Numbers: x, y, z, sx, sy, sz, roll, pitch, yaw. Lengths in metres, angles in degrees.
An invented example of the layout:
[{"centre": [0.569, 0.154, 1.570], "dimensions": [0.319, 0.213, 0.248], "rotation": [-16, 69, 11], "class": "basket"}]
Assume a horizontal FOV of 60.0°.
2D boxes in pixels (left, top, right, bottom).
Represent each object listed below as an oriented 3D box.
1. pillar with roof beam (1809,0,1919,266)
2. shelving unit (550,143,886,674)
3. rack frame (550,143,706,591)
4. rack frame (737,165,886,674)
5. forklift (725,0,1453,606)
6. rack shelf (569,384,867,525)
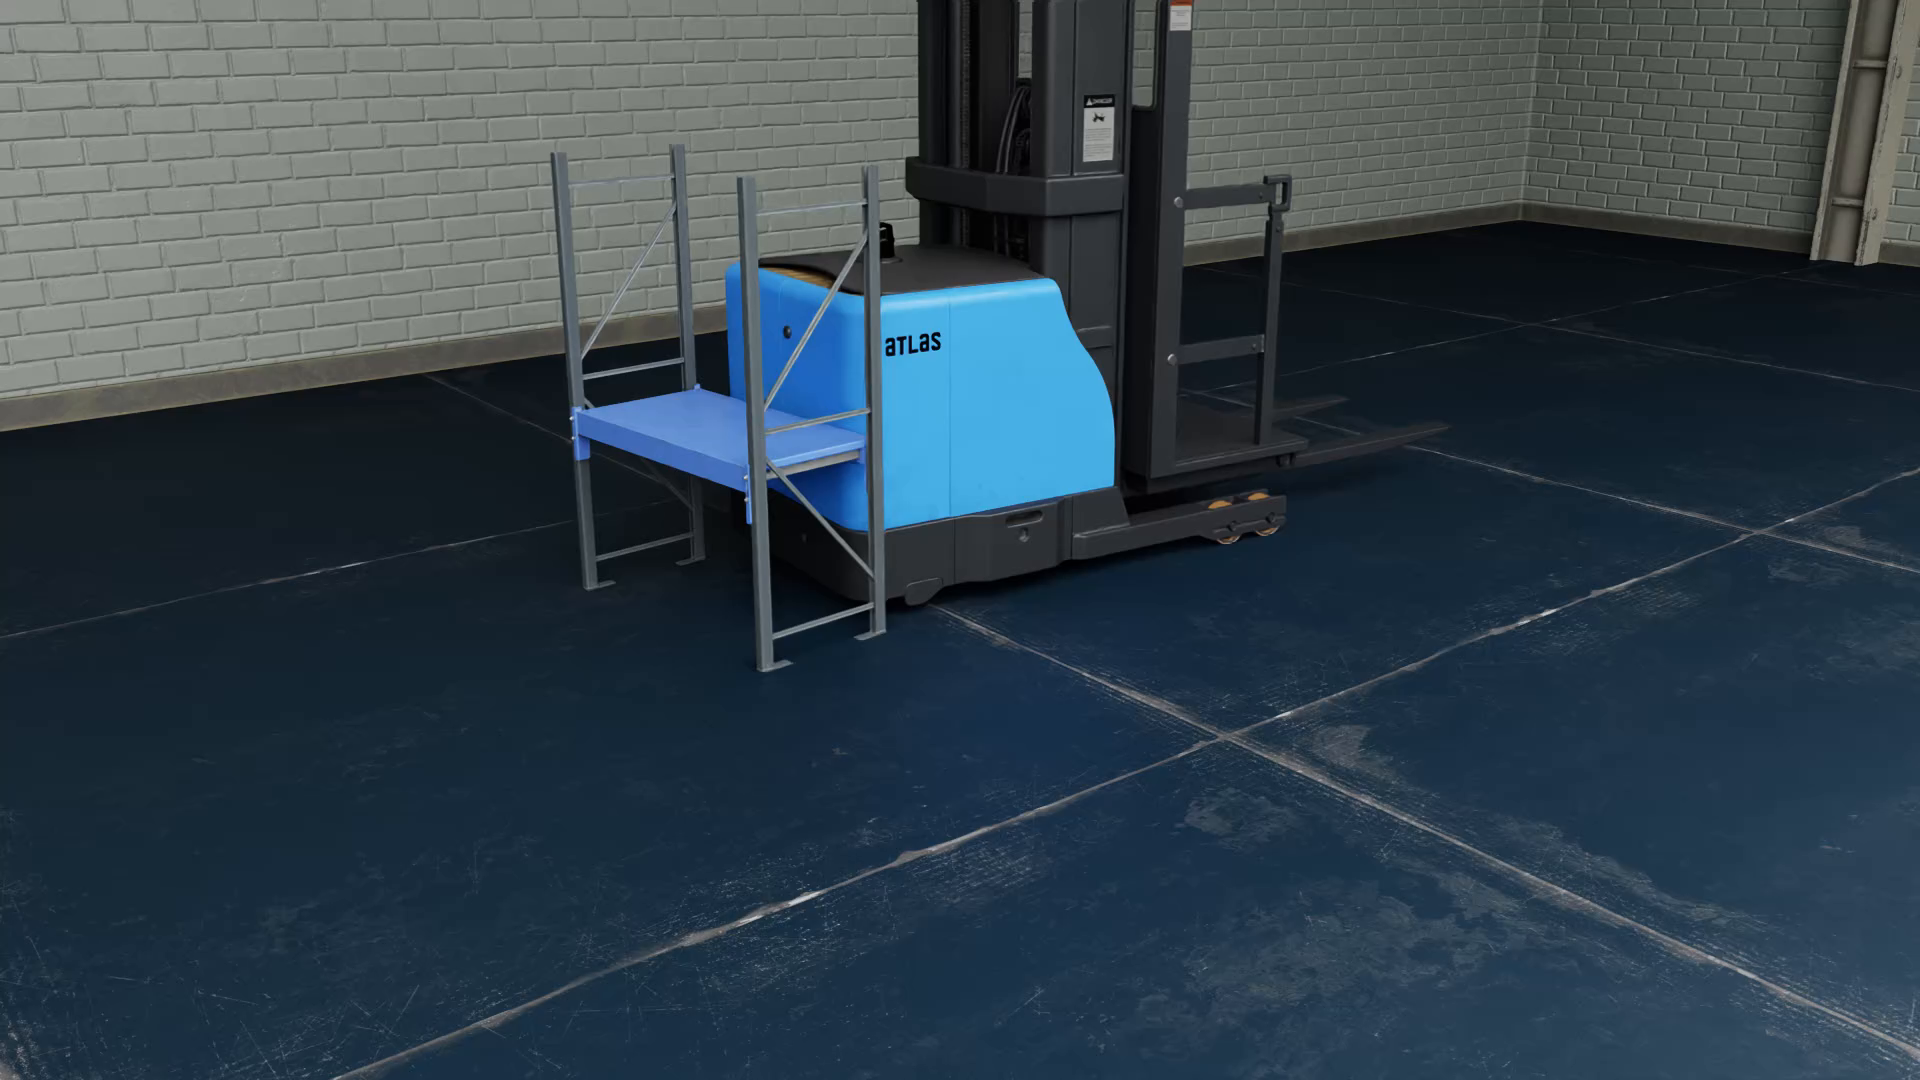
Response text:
[{"centre": [3.492, -5.602, 8.966], "dimensions": [9.100, 9.000, 0.400], "rotation": [-14, 23, -36], "class": "pillar with roof beam"}, {"centre": [-0.783, -0.473, 5.406], "dimensions": [0.538, 1.500, 1.048], "rotation": [-16, 24, -41], "class": "shelving unit"}, {"centre": [-1.132, -0.590, 5.758], "dimensions": [0.500, 1.500, 0.032], "rotation": [-16, 24, -41], "class": "rack frame"}, {"centre": [-0.435, -0.357, 5.055], "dimensions": [0.500, 1.500, 0.032], "rotation": [-16, 24, -41], "class": "rack frame"}, {"centre": [0.659, -1.501, 6.232], "dimensions": [3.031, 2.935, 1.130], "rotation": [-11, 21, -31], "class": "forklift"}, {"centre": [-0.783, -0.303, 5.463], "dimensions": [0.538, 0.185, 1.000], "rotation": [-16, 24, -41], "class": "rack shelf"}]
